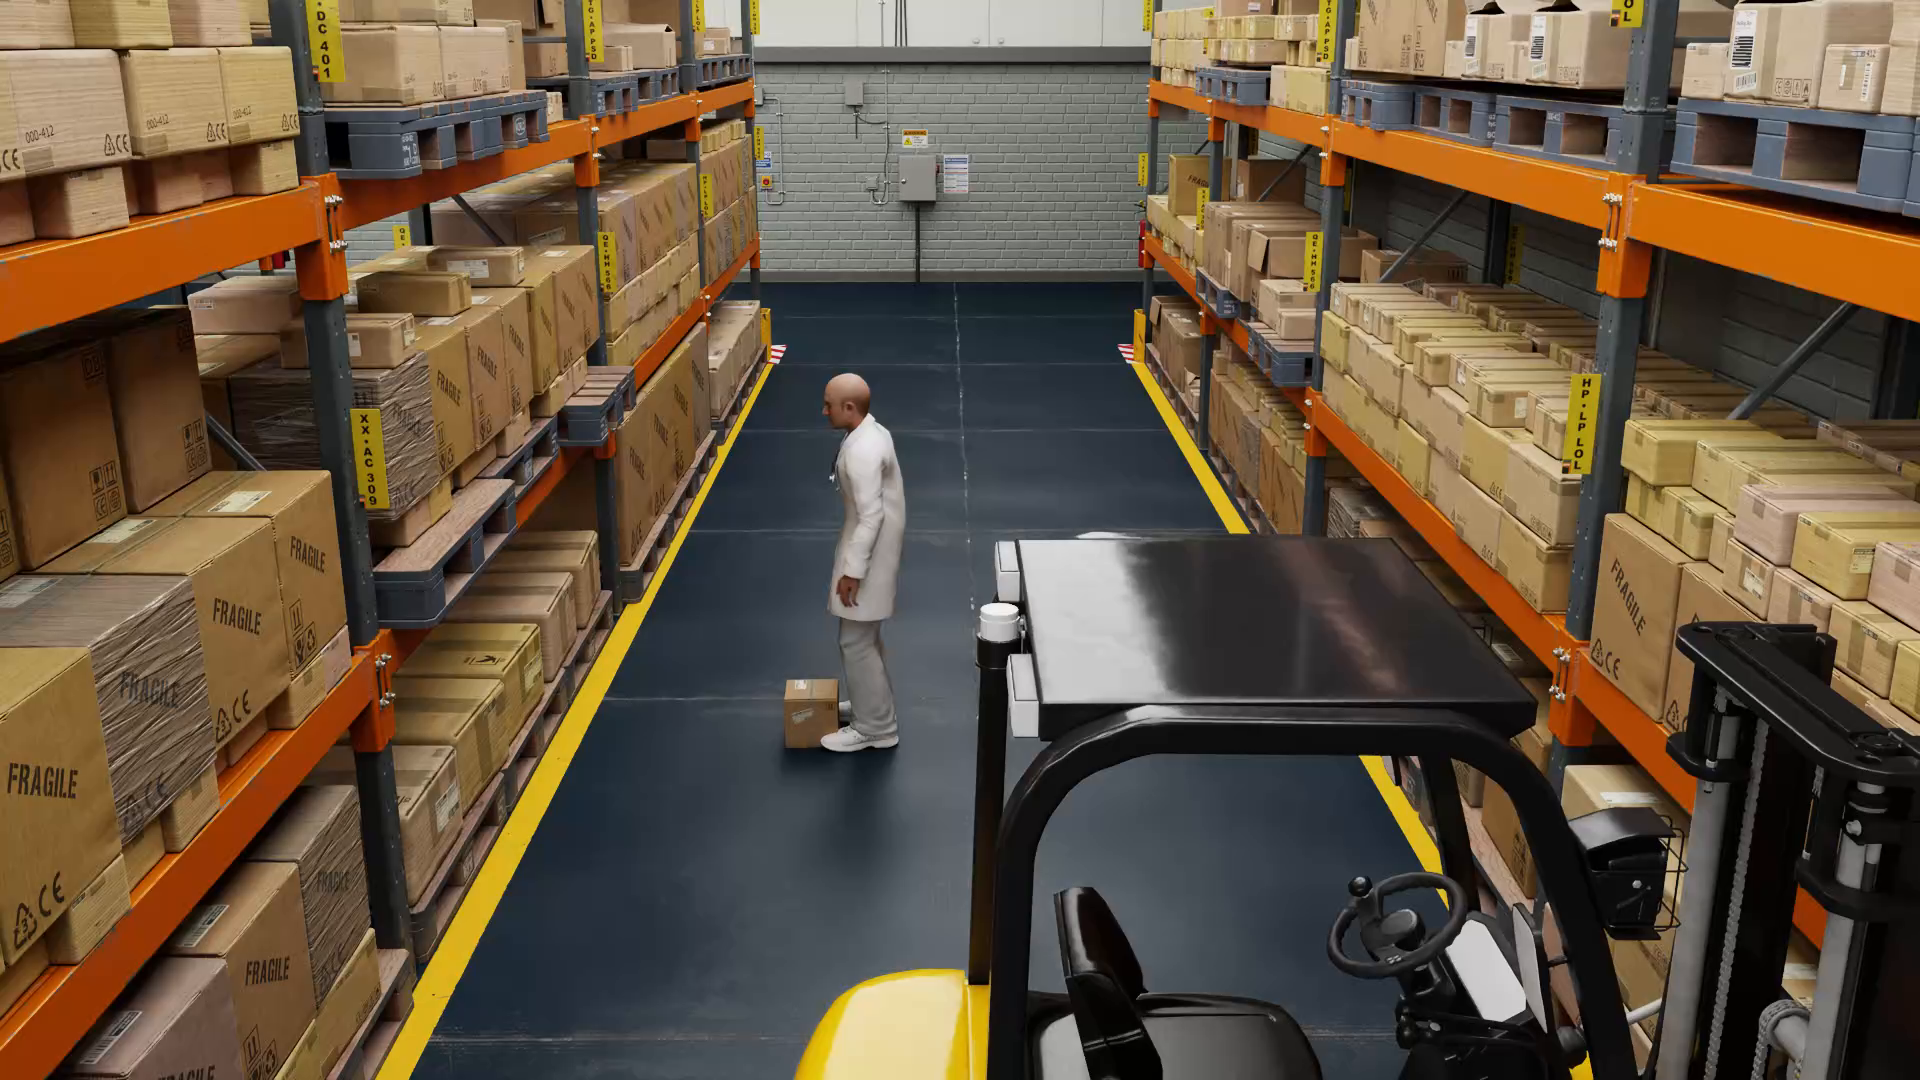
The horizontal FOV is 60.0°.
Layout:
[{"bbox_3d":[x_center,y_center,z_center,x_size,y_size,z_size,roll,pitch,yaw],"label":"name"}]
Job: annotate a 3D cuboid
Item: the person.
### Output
[{"bbox_3d":[-0.460,0.096,7.751,0.424,1.774,0.644,0,17,0],"label":"person"}]
